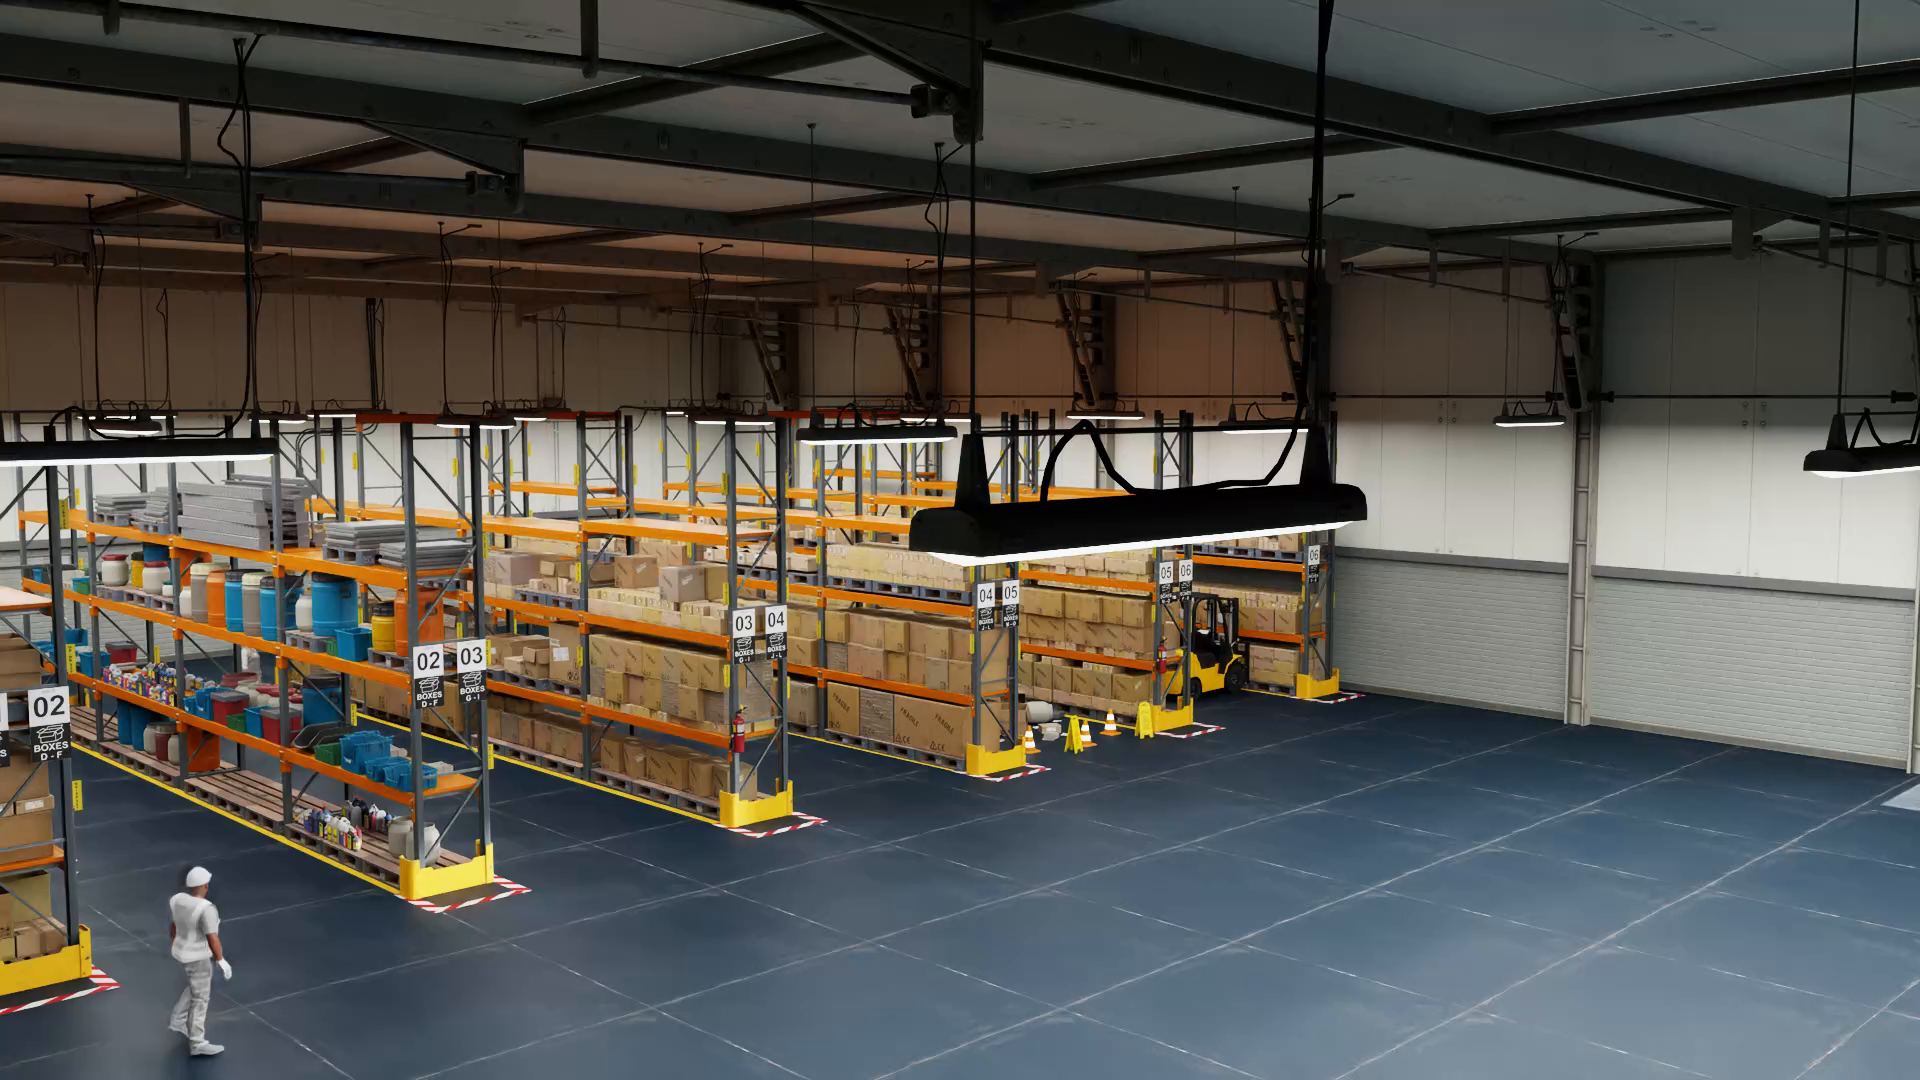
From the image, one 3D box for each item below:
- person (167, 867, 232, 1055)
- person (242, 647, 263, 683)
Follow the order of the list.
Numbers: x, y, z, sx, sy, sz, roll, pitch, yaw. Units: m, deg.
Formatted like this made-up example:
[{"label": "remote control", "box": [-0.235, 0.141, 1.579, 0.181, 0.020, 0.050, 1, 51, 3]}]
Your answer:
[{"label": "person", "box": [-7.397, 4.042, 16.103, 0.473, 1.784, 0.720, -5, 7, -43]}, {"label": "person", "box": [-14.120, 2.678, 33.064, 0.823, 1.555, 0.400, 5, 7, 43]}]
